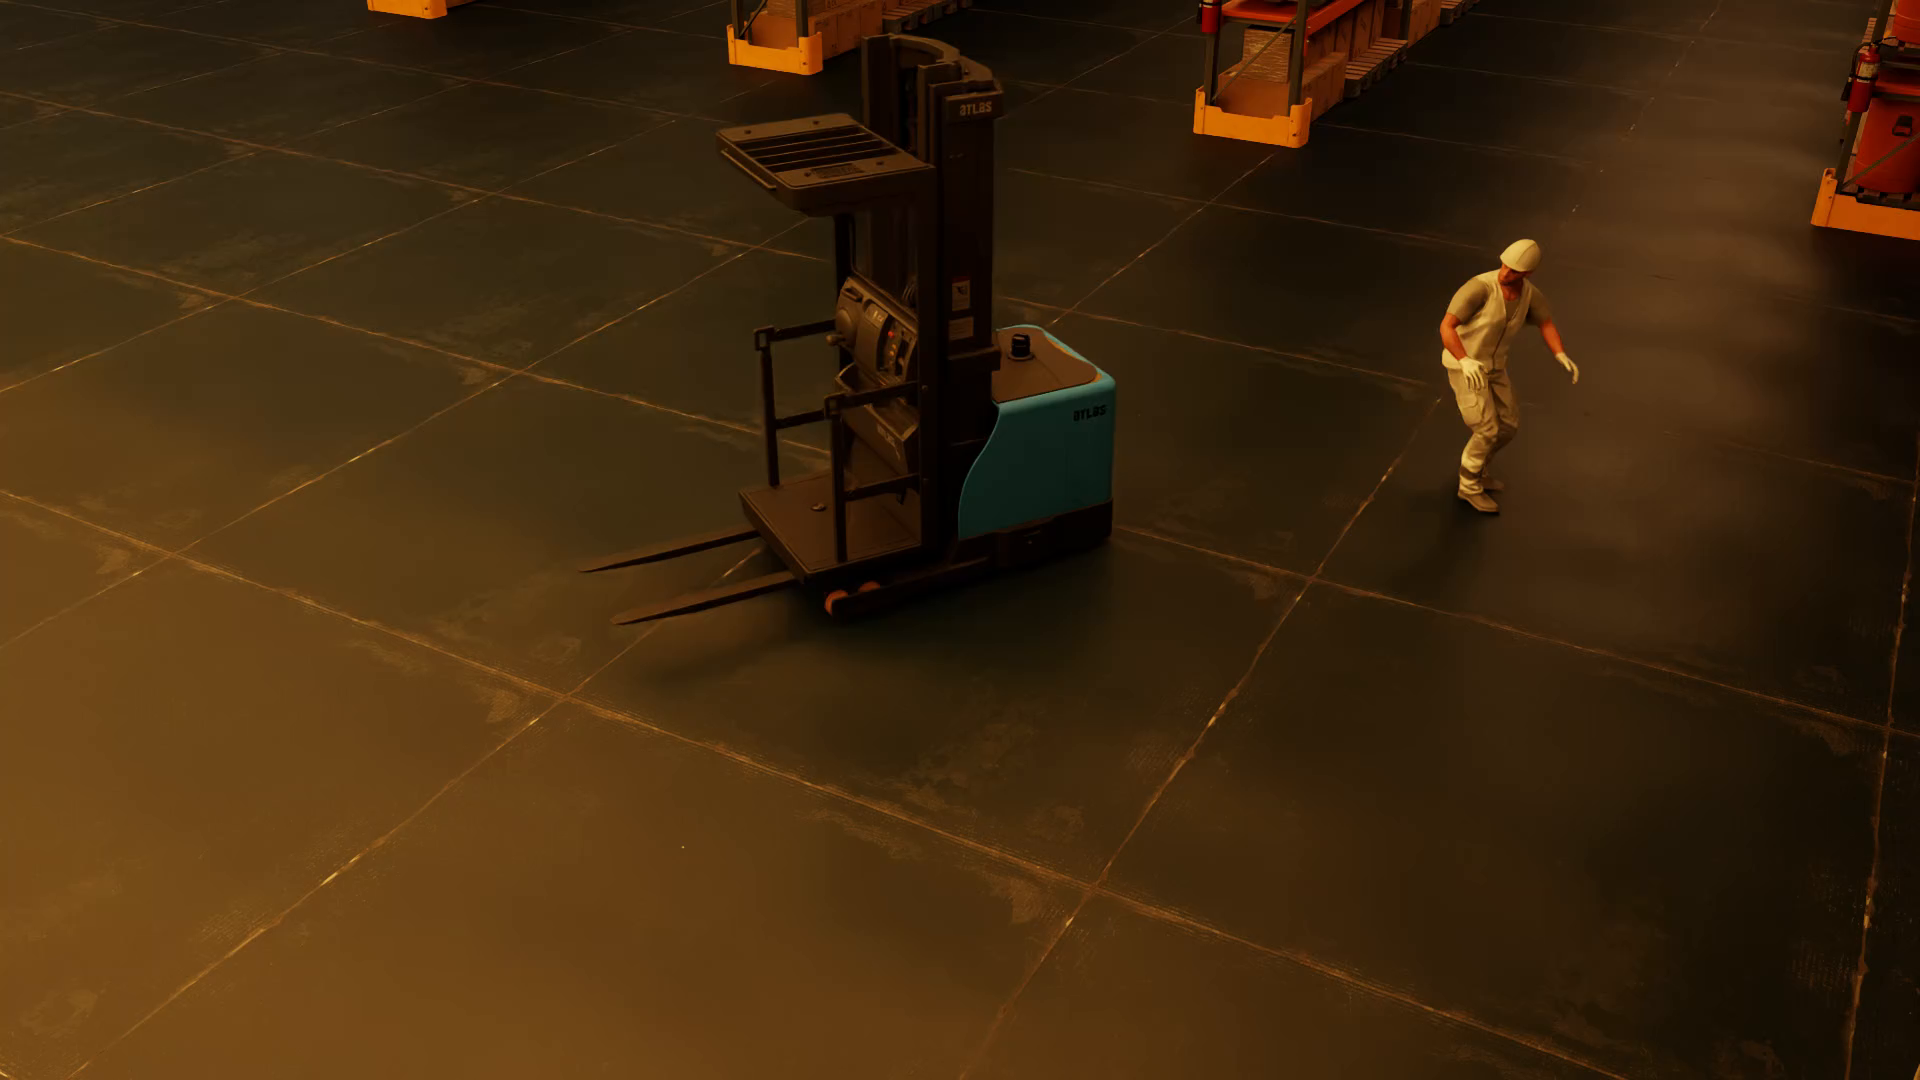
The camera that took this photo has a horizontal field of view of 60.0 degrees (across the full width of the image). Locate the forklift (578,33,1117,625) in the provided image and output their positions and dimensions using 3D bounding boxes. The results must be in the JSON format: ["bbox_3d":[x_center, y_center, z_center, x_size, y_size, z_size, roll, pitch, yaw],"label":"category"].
[{"bbox_3d":[-0.640,-1.126,9.021,3.031,2.935,1.130,-14,33,-23],"label":"forklift"}]

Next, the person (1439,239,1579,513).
[{"bbox_3d":[3.267,-0.980,10.026,0.784,1.722,0.675,-18,34,-28],"label":"person"}]
